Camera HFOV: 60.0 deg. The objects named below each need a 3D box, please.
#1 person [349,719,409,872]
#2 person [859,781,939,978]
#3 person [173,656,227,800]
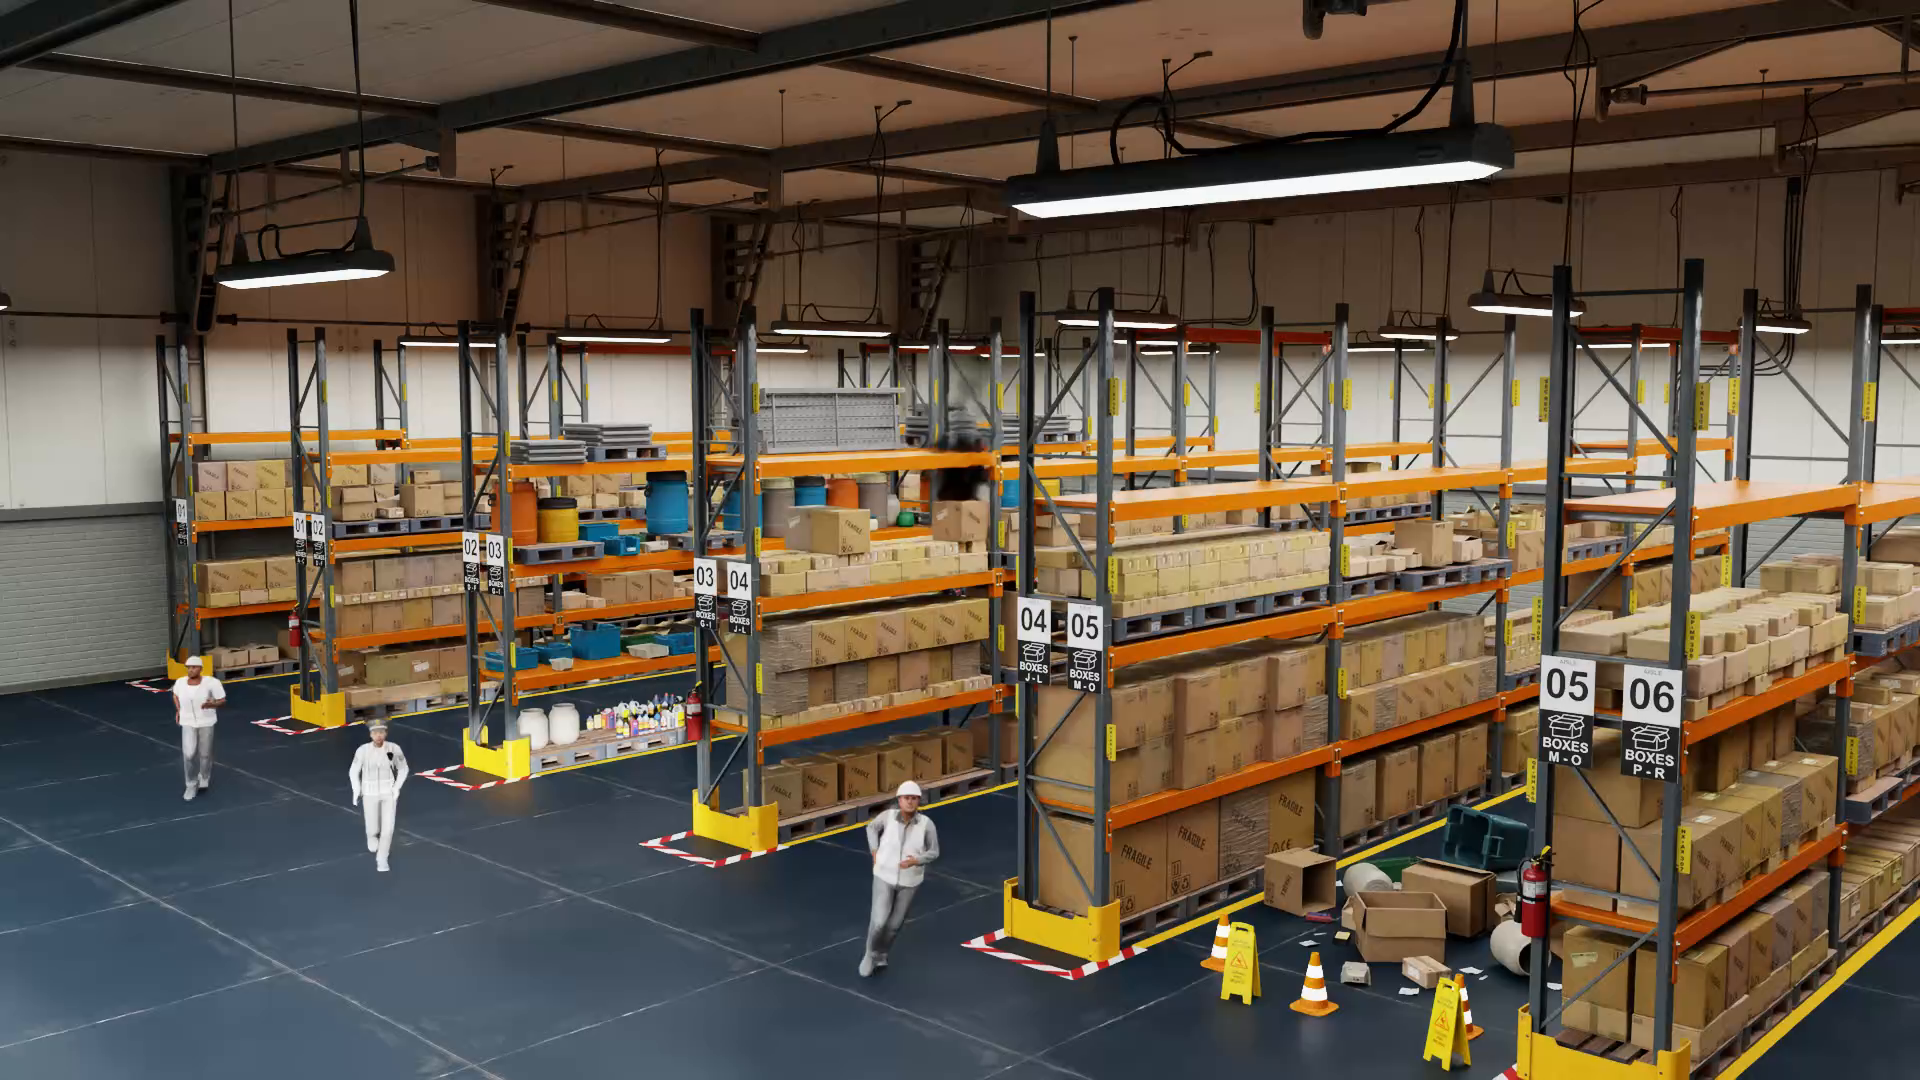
[{"bbox_3d":[-6.187,2.692,17.740,0.601,1.644,0.584,-2,6,-20],"label":"person"},{"bbox_3d":[-0.533,2.945,14.478,0.705,1.747,0.664,0,5,-3],"label":"person"},{"bbox_3d":[-9.531,2.351,20.836,0.661,1.824,0.749,-2,6,-16],"label":"person"}]
